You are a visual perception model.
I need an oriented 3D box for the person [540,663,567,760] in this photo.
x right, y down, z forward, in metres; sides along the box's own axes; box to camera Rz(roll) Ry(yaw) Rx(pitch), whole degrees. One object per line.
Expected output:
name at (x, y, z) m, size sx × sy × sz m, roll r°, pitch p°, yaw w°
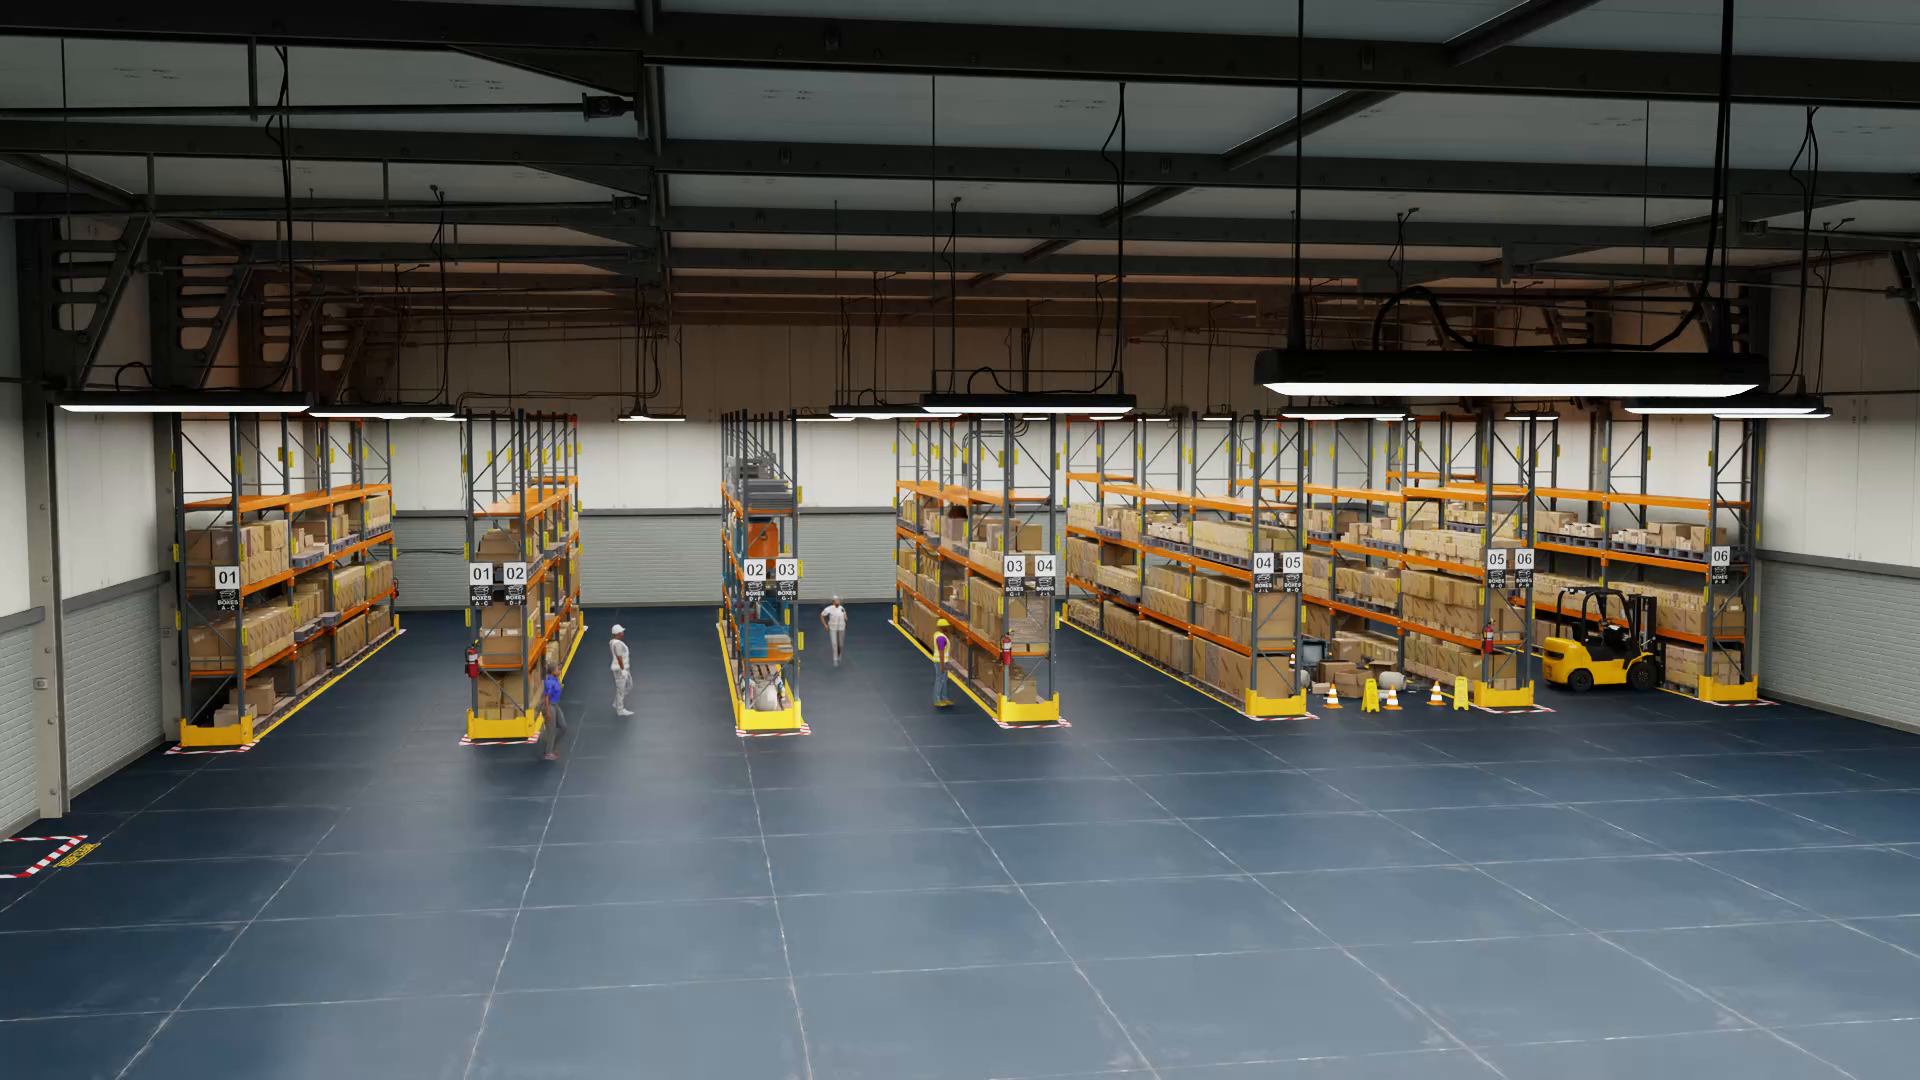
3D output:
person at (-6.975, 2.924, 28.444) m, size 0.368 × 1.658 × 0.581 m, roll 0°, pitch 4°, yaw 7°

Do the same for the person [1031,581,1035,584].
person at (1.988, 1.635, 45.952) m, size 0.642 × 1.734 × 1.038 m, roll 0°, pitch 4°, yaw -3°

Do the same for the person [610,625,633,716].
person at (-6.680, 2.555, 32.776) m, size 0.481 × 1.787 × 0.618 m, roll 0°, pitch 4°, yaw -1°

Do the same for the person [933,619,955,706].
person at (-0.329, 2.485, 33.735) m, size 0.455 × 1.782 × 0.602 m, roll 0°, pitch 4°, yaw -2°

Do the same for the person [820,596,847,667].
person at (-2.959, 2.121, 39.201) m, size 0.651 × 1.614 × 0.993 m, roll -1°, pitch 4°, yaw -9°
